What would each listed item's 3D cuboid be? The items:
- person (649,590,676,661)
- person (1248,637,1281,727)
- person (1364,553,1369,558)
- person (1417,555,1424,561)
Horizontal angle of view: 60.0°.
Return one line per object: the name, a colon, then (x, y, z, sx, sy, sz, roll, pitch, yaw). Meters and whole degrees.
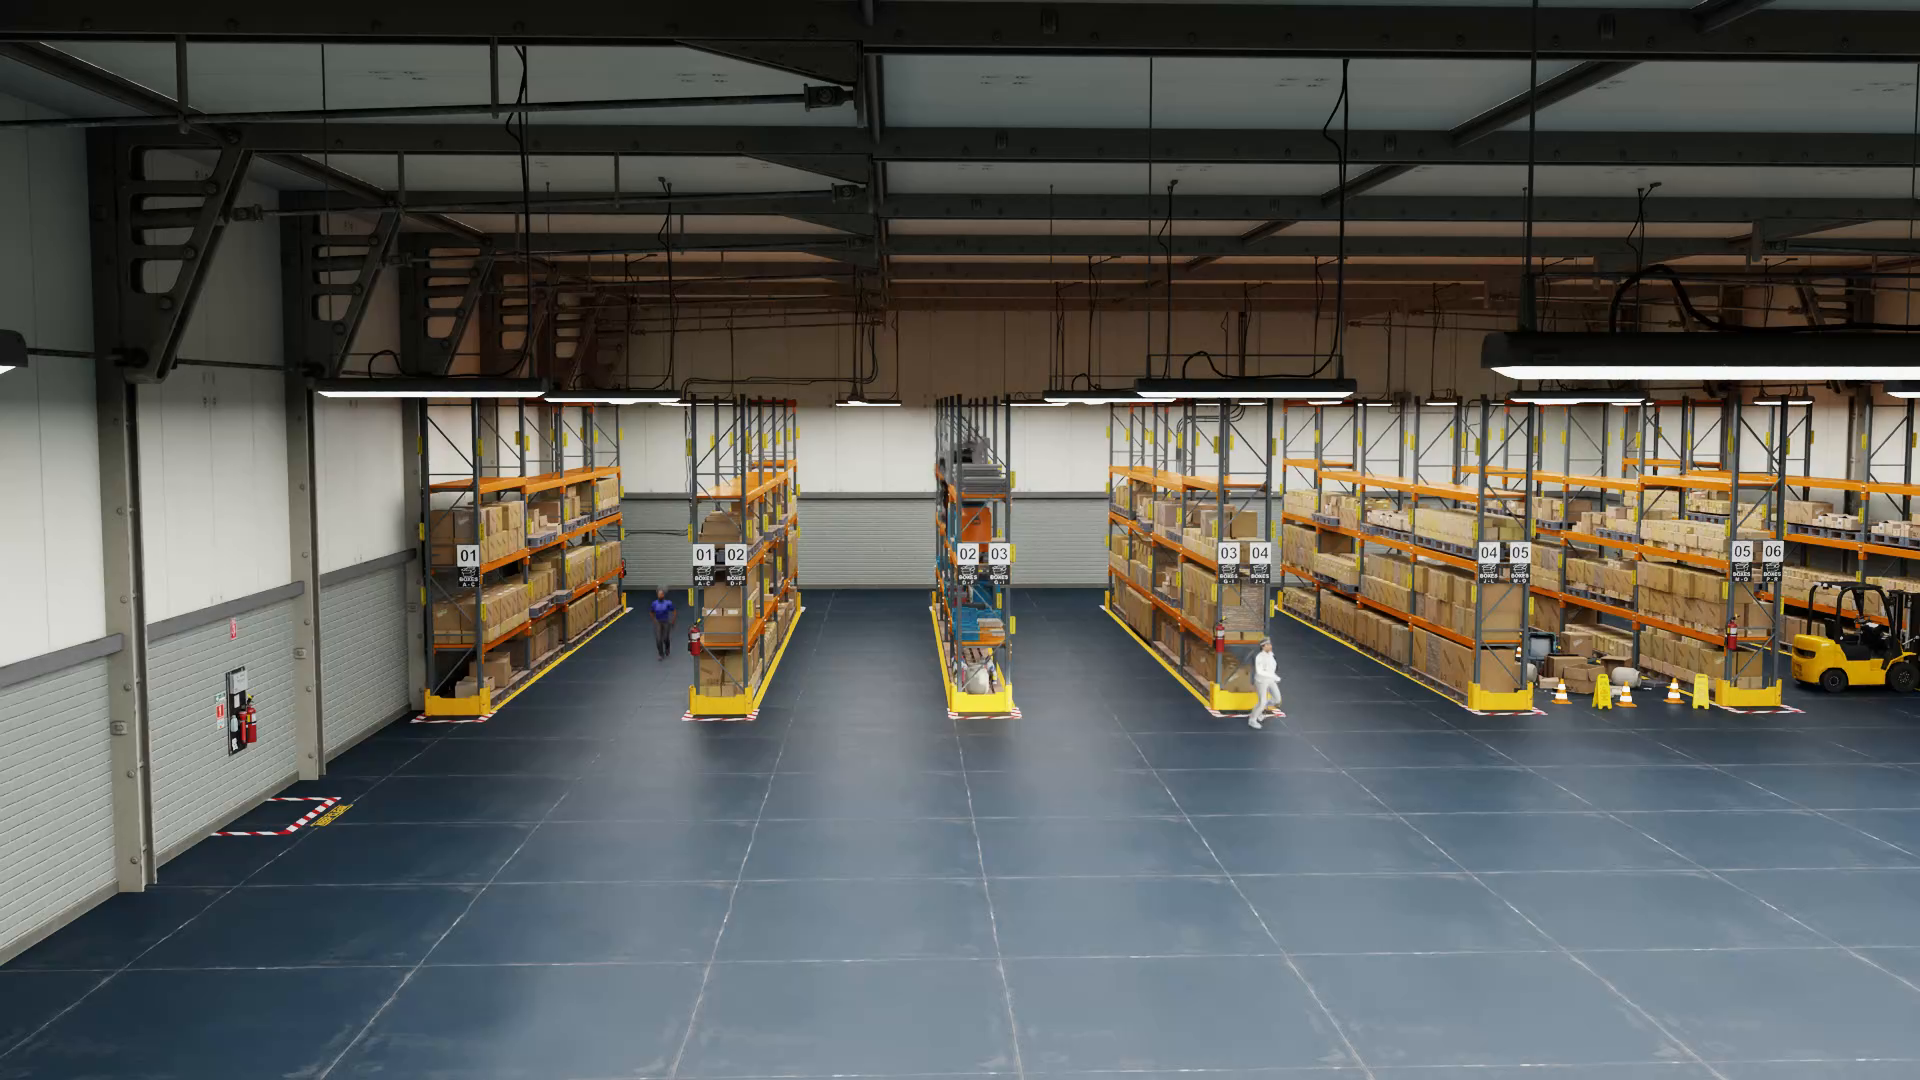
person: (-6.791, 1.938, 37.955, 0.608, 1.615, 0.581, 0, 5, -4)
person: (5.517, 2.551, 29.871, 0.639, 1.650, 0.674, -4, 6, -43)
person: (11.333, 1.221, 46.279, 0.659, 1.733, 0.634, -1, 5, -10)
person: (13.618, 1.032, 49.239, 0.767, 1.710, 0.613, 0, 4, 0)
